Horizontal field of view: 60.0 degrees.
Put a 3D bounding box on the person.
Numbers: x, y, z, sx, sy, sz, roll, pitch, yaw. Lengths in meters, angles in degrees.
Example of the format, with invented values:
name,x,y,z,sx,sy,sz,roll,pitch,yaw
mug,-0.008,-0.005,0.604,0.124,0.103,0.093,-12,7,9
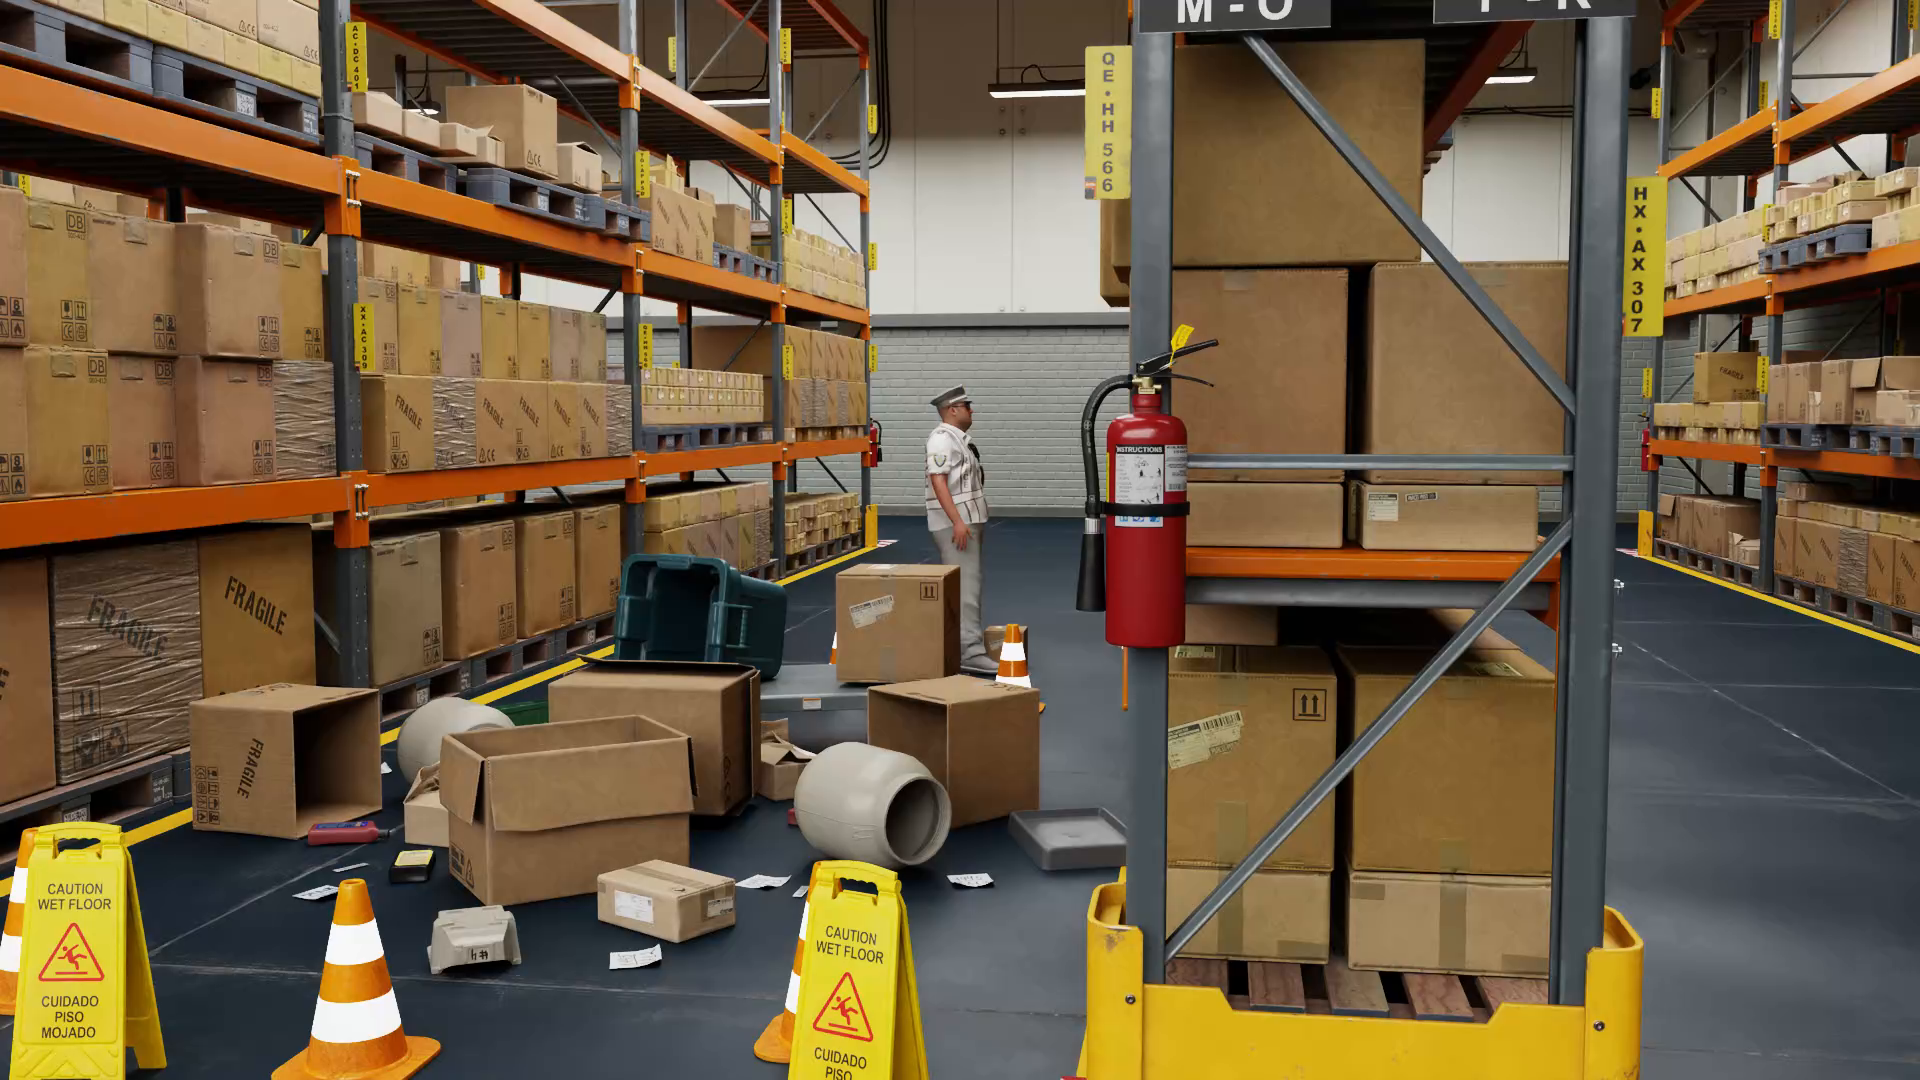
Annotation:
name,x,y,z,sx,sy,sz,roll,pitch,yaw
person,0.074,-0.090,10.431,0.574,1.780,0.640,1,4,9
